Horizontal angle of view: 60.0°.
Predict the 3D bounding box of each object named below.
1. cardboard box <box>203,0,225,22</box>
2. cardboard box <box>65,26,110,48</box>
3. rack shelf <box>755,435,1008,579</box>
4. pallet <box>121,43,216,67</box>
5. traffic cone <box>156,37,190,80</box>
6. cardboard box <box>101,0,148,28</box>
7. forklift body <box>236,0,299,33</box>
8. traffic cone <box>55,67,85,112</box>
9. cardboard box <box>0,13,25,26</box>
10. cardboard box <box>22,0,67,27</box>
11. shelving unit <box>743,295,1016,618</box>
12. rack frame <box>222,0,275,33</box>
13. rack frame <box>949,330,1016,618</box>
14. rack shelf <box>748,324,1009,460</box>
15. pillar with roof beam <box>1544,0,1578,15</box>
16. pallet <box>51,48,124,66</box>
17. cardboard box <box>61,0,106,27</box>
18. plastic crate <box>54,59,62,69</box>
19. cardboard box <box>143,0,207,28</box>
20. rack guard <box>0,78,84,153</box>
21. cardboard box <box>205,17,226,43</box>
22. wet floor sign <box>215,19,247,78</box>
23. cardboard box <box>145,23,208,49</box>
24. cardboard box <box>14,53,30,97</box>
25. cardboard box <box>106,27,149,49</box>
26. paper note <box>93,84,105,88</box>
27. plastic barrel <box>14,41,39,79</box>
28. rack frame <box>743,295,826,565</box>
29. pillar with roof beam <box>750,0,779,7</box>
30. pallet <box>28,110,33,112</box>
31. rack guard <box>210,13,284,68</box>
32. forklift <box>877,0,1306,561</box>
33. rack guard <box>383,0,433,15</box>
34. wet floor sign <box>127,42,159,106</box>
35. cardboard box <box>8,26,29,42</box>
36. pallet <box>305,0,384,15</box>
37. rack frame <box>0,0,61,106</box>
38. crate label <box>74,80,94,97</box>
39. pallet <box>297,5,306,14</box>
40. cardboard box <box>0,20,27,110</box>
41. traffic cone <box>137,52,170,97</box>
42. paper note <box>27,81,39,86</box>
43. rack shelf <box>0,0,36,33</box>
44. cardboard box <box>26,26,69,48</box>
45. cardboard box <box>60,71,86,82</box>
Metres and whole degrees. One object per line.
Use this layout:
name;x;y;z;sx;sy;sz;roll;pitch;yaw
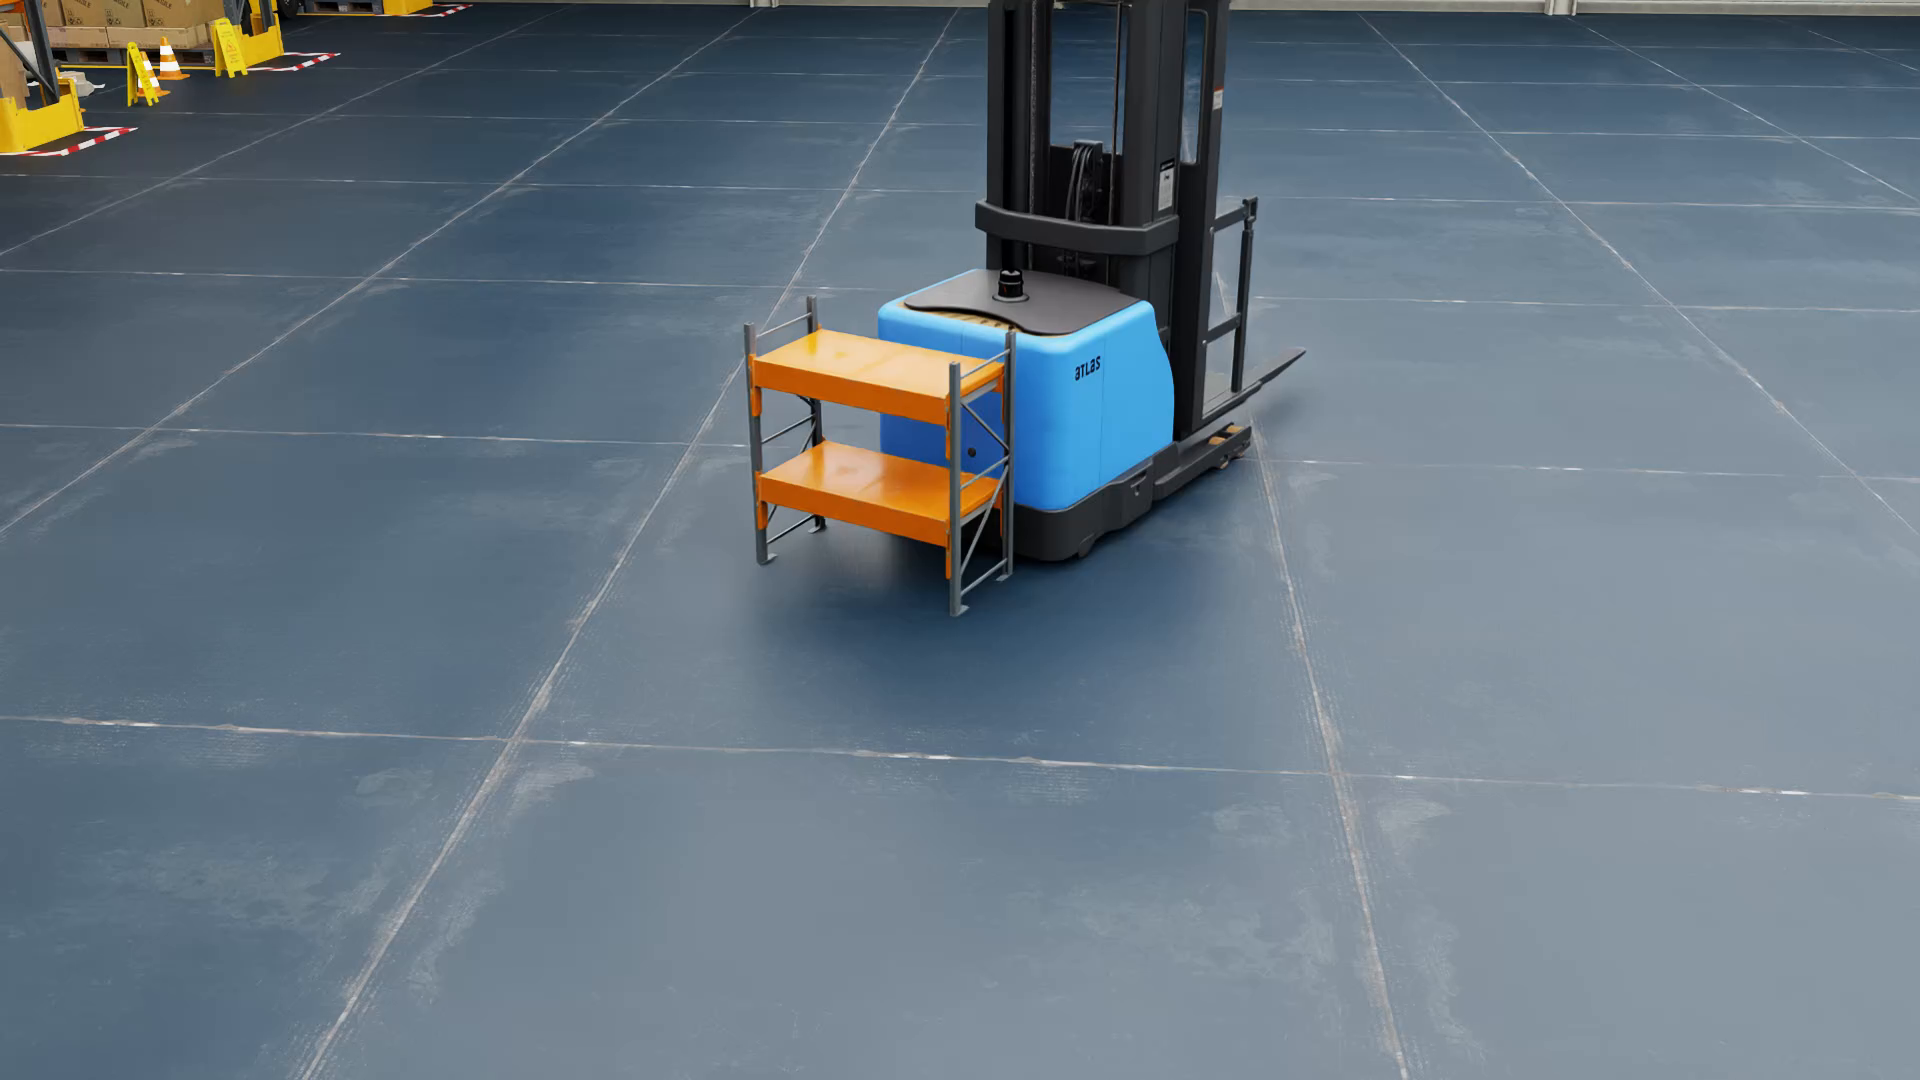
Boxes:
cardboard box;-9.556;-6.752;20.725;0.500;0.500;0.500;1;25;2
cardboard box;-10.614;-6.218;20.461;0.500;0.250;0.500;1;25;2
rack shelf;-0.341;-0.161;7.339;1.000;0.278;0.538;14;28;28
pallet;-9.632;-6.104;20.764;1.213;0.211;1.003;2;25;4
traffic cone;-9.277;-5.652;19.479;0.334;0.463;0.336;2;25;4
cardboard box;-10.089;-6.543;20.270;0.500;0.500;0.500;3;25;6
forklift body;-10.403;-8.312;23.240;1.214;2.155;2.313;2;25;4
traffic cone;-9.448;-4.718;17.450;0.334;0.463;0.336;2;25;4
cardboard box;-11.635;-6.595;20.383;0.500;0.500;0.500;3;25;6
cardboard box;-11.119;-6.577;20.346;0.500;0.500;0.500;3;25;7
shelving unit;-0.341;-0.383;7.237;1.048;1.125;0.538;14;28;28
rack frame;-8.749;-7.328;20.087;0.127;3.000;1.000;2;25;4
rack frame;0.096;-0.275;7.001;0.032;1.125;0.500;14;28;28
rack shelf;-0.341;-0.649;7.115;1.000;0.278;0.538;14;28;28
pillar with roof beam;8.619;-10.150;19.043;0.400;9.000;9.100;2;25;4
pallet;-10.846;-6.145;20.851;1.213;0.211;1.003;2;25;4
cardboard box;-10.591;-6.562;20.312;0.500;0.500;0.500;1;25;3
plastic crate;-11.235;-5.738;20.124;0.583;0.080;0.402;-7;26;-14
cardboard box;-9.568;-6.527;20.237;0.500;0.500;0.500;2;25;4
rack guard;-9.004;-4.125;16.117;0.348;0.500;1.175;2;25;4
cardboard box;-9.532;-6.411;20.881;0.500;0.250;0.500;2;25;4
wet floor sign;-8.642;-5.806;19.597;0.232;0.644;0.267;11;27;22
cardboard box;-9.600;-6.184;20.388;0.500;0.250;0.500;2;25;4
cardboard box;-10.694;-5.195;18.438;0.637;0.503;0.797;-17;30;-32
cardboard box;-10.092;-6.203;20.430;0.500;0.250;0.500;2;25;4
paper note;-9.844;-5.180;18.971;0.142;0.019;0.148;-7;26;-14
plastic barrel;-10.925;-5.593;19.398;0.421;0.421;0.512;22;33;39
rack frame;-0.778;-0.492;7.473;0.032;1.125;0.500;14;28;28
pillar with roof beam;-3.345;-10.534;19.878;0.400;9.000;9.100;2;25;4
pallet;-9.831;-3.988;16.164;1.213;0.211;1.003;2;25;4
rack guard;-8.825;-6.195;20.615;0.348;0.500;1.175;2;25;4
forklift;0.866;-1.799;8.154;1.130;2.935;3.031;16;29;31
rack guard;-8.349;-8.261;25.104;0.348;0.500;1.175;2;25;4
wet floor sign;-8.847;-5.017;17.880;0.232;0.644;0.267;-2;25;-5
cardboard box;-11.637;-6.254;20.540;0.500;0.250;0.500;3;25;7
pallet;-9.139;-8.137;25.182;1.213;0.211;1.003;2;25;4
rack frame;-9.028;-5.262;15.597;0.127;3.000;1.000;2;25;4
crate label;-9.811;-5.030;18.517;0.298;0.136;0.250;-11;27;-23
pallet;-10.352;-8.177;25.269;1.213;0.211;1.003;2;25;4
cardboard box;-9.709;-4.481;15.940;0.875;0.875;0.875;2;25;4
traffic cone;-9.023;-5.178;18.450;0.334;0.463;0.336;2;25;4
paper note;-10.680;-5.264;19.168;0.142;0.019;0.148;11;27;22
rack shelf;-11.022;-4.999;15.886;4.000;0.370;1.077;2;25;4
cardboard box;-11.108;-6.238;20.505;0.500;0.250;0.500;2;25;3
cardboard box;-10.210;-5.233;18.945;0.250;0.149;0.380;16;29;31
